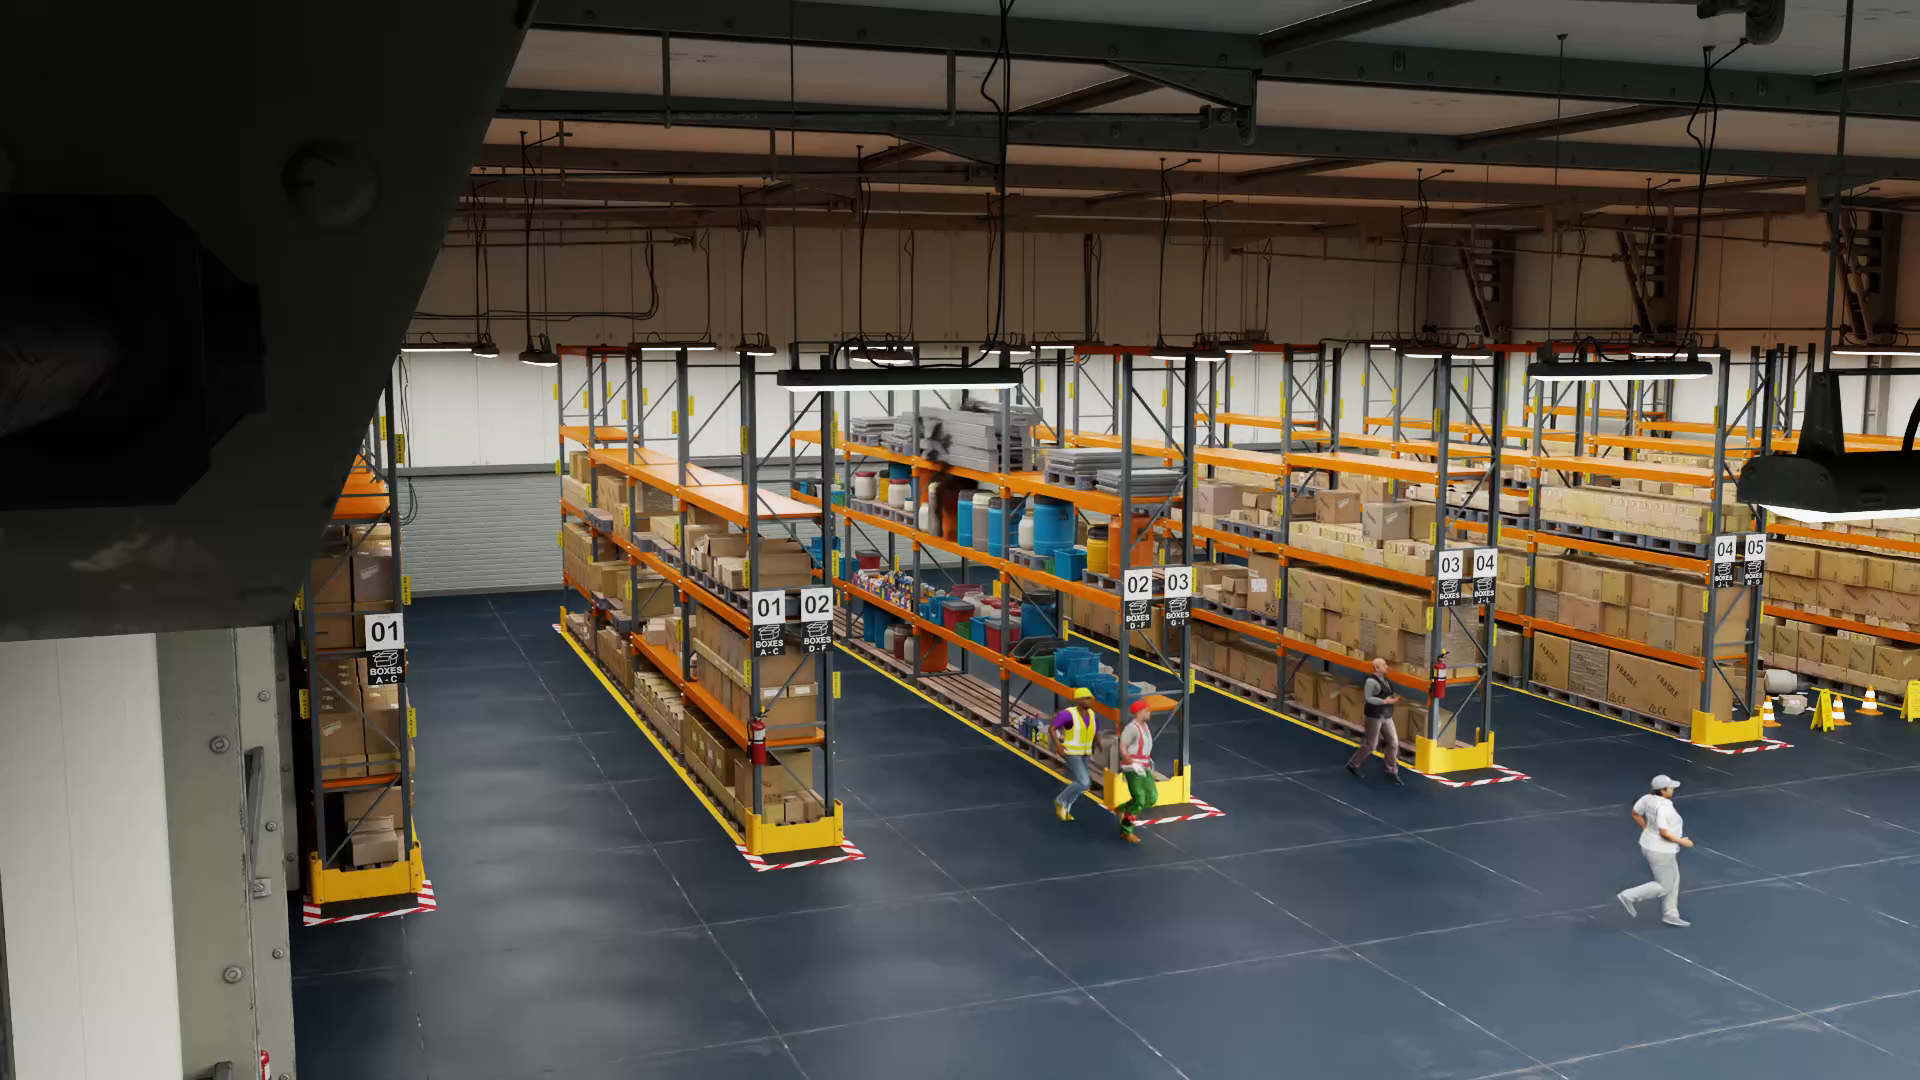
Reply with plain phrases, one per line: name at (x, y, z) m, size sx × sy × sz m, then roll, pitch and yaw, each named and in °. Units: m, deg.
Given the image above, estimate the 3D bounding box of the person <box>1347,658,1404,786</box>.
person at (5.841, 2.527, 23.249) m, size 0.791 × 1.774 × 0.658 m, roll 7°, pitch 10°, yaw 44°

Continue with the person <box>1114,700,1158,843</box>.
person at (2.210, 2.857, 20.772) m, size 0.558 × 1.728 × 0.709 m, roll 5°, pitch 9°, yaw 32°

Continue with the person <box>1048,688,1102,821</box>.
person at (1.568, 2.757, 21.446) m, size 0.688 × 1.711 × 0.580 m, roll -7°, pitch 10°, yaw -43°

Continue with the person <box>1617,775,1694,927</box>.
person at (7.379, 3.309, 17.638) m, size 0.823 × 1.653 × 0.615 m, roll 0°, pitch 7°, yaw 2°
